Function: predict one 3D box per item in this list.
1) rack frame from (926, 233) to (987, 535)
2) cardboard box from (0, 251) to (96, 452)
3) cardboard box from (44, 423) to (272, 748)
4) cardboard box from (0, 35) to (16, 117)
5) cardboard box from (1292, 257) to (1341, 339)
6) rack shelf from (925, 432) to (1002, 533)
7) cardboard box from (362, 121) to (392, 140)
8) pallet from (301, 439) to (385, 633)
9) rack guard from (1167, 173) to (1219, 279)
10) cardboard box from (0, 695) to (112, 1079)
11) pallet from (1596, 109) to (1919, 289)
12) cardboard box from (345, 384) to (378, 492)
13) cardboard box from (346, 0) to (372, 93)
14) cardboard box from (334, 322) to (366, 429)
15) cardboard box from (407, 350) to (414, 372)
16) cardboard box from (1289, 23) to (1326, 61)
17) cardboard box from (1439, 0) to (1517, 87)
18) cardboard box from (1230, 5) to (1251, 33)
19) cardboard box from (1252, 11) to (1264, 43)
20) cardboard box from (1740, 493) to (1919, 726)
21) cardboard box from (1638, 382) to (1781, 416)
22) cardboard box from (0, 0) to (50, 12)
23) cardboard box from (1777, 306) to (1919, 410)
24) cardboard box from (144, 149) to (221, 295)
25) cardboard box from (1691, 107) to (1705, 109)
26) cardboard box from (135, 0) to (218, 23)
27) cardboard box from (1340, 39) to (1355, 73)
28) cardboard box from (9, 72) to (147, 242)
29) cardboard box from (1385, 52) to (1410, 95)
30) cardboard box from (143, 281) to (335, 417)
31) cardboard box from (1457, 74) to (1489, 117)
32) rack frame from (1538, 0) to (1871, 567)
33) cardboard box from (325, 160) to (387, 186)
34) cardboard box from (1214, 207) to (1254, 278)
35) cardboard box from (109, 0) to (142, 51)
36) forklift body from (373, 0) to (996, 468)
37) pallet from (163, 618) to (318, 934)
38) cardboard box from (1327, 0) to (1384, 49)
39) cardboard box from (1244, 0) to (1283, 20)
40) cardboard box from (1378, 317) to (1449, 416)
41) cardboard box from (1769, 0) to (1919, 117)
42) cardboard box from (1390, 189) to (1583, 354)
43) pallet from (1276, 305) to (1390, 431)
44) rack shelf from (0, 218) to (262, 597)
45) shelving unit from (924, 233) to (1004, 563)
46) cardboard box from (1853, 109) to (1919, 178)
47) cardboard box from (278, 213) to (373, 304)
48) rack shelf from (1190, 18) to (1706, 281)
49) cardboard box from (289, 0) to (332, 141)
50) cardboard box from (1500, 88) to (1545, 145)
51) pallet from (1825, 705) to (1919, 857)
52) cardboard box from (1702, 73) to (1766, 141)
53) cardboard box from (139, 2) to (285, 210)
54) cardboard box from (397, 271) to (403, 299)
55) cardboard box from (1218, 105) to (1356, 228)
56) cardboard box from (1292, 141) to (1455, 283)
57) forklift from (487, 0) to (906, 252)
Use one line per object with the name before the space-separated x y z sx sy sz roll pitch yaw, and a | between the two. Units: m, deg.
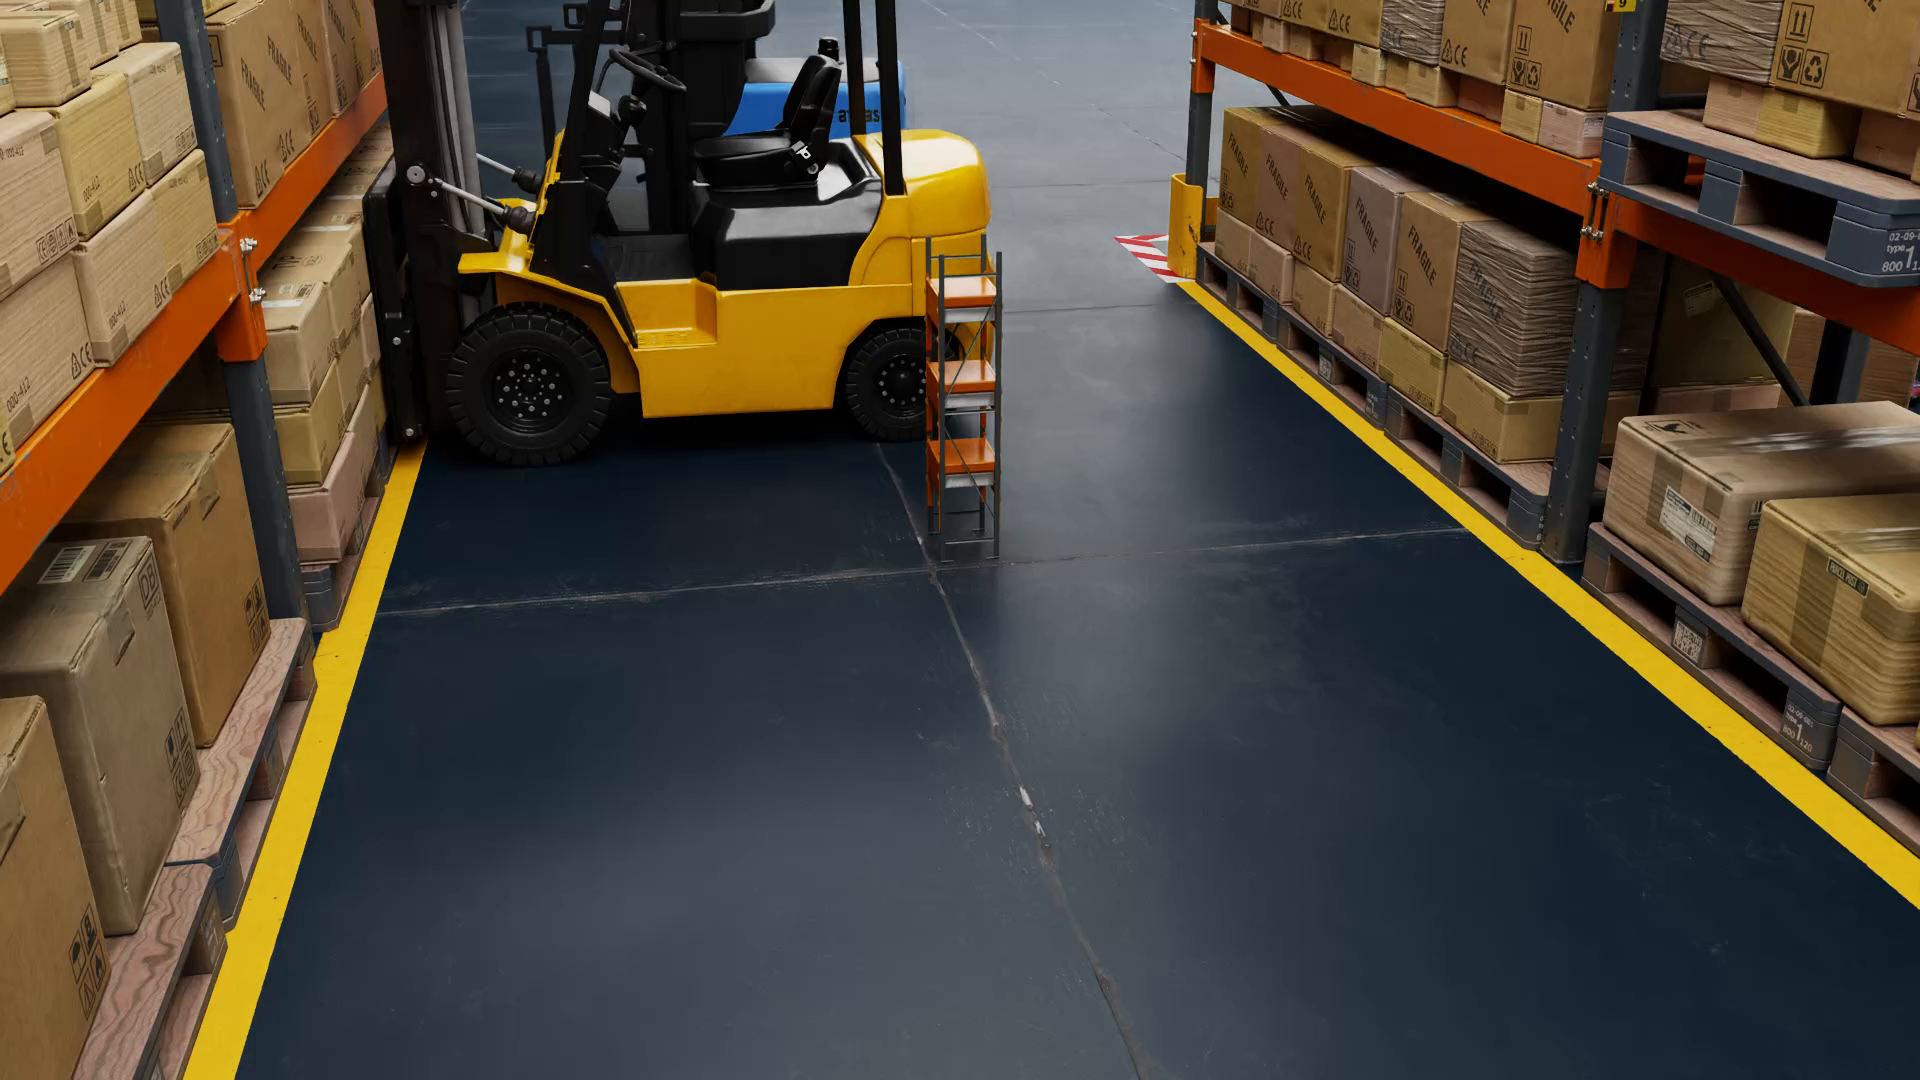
rack frame | -0.013 -0.508 5.602 0.200 1.050 0.008 -4 24 -10
cardboard box | -1.897 -0.334 2.954 0.500 0.250 0.500 -4 24 -9
cardboard box | -2.300 0.124 4.161 0.875 0.625 0.625 -3 24 -7
cardboard box | -1.902 -0.800 2.898 0.380 0.149 0.250 -5 24 -11
cardboard box | 1.808 -1.098 7.427 0.500 0.250 0.500 -3 24 -6
rack shelf | 0.010 -0.196 5.607 0.215 0.259 0.240 -4 24 -10
cardboard box | -2.756 -1.782 7.744 0.500 0.250 0.500 -4 24 -8
pallet | -2.514 -0.014 5.519 1.003 0.211 1.213 -4 24 -10
rack guard | 1.744 -1.743 9.116 1.175 0.500 0.348 -4 24 -10
cardboard box | -2.023 0.725 2.784 0.875 0.625 0.625 -5 24 -12
pallet | 2.468 -0.946 4.407 1.003 0.211 1.213 -4 24 -10
cardboard box | -2.281 -0.322 5.650 0.500 0.250 0.500 -5 24 -11
cardboard box | -2.616 -2.015 6.491 0.500 0.500 0.500 -5 24 -11
cardboard box | -2.289 -0.549 5.545 0.500 0.250 0.500 -4 24 -10
cardboard box | -2.466 -0.724 6.571 0.500 0.250 0.500 -4 24 -8
cardboard box | 1.702 -2.243 7.452 0.380 0.149 0.250 -4 24 -8
cardboard box | 2.041 -1.885 5.823 0.500 0.500 0.500 -4 24 -8
cardboard box | 1.589 -2.654 8.393 0.380 0.149 0.250 -4 24 -10
cardboard box | 1.619 -2.446 7.916 0.380 0.149 0.250 -5 24 -11
cardboard box | 2.705 0.155 4.405 0.950 0.372 0.625 -3 24 -6
cardboard box | 2.626 -0.529 6.125 0.500 0.250 0.500 -5 24 -12
cardboard box | -2.067 -1.001 3.359 0.380 0.149 0.250 -4 24 -10
cardboard box | 3.609 -0.723 6.777 0.500 0.500 0.500 13 27 27
cardboard box | -2.058 -0.729 3.858 0.500 0.250 0.500 -4 24 -9
cardboard box | 2.629 -1.473 5.689 0.380 0.149 0.250 -4 24 -8
cardboard box | -2.208 -1.464 4.419 0.380 0.149 0.250 -5 24 -11
cardboard box | 1.829 -2.038 6.982 0.380 0.149 0.250 -5 24 -11
cardboard box | -1.964 -0.760 3.306 0.500 0.250 0.500 -5 24 -11
cardboard box | 1.902 -1.836 6.520 0.380 0.149 0.250 -5 24 -11
cardboard box | -2.189 -0.580 4.992 0.500 0.250 0.500 -5 24 -11
cardboard box | 2.054 -1.639 6.068 0.380 0.149 0.250 -5 24 -10
rack frame | 2.470 -1.345 5.082 1.000 3.000 0.127 -4 24 -10
cardboard box | -2.552 -1.384 6.832 0.500 0.250 0.500 -4 24 -9
cardboard box | 1.607 -1.513 8.377 0.500 0.250 0.500 -5 24 -10
cardboard box | -2.126 -1.201 3.817 0.380 0.149 0.250 -3 24 -8
forklift body | -1.004 -1.550 6.611 2.313 2.155 1.214 -4 24 -10
pallet | -2.233 0.589 4.138 1.003 0.211 1.213 -4 24 -10
cardboard box | 1.841 -2.290 6.750 0.500 0.500 0.500 -5 24 -11
cardboard box | 1.644 -2.690 7.665 0.500 0.500 0.500 -4 24 -8
cardboard box | 1.988 -0.699 6.513 0.500 0.250 0.500 -5 24 -11
cardboard box | 2.368 -1.317 3.996 0.500 0.500 0.500 -4 24 -10
cardboard box | 2.001 -1.034 6.343 0.500 0.500 0.500 -4 24 -9
pallet | 2.082 -0.810 7.340 1.003 0.211 1.213 -4 24 -10
rack shelf | -2.038 0.140 2.580 1.077 0.370 4.000 -4 24 -10
shelving unit | 0.010 -0.460 5.492 0.215 1.050 0.252 -4 24 -10
cardboard box | 2.426 -0.977 4.028 0.380 0.149 0.250 -3 24 -6
cardboard box | -2.377 -0.977 5.901 0.500 0.250 0.500 -3 24 -8
rack shelf | 2.100 -1.802 7.027 1.077 0.370 4.000 -4 24 -10
cardboard box | -2.441 -1.619 5.583 0.500 0.500 0.500 -5 24 -10
cardboard box | 2.058 -1.431 5.593 0.380 0.149 0.250 -4 24 -9
pallet | 2.844 0.720 3.838 1.003 0.211 1.213 -4 24 -10
cardboard box | 2.261 -1.182 4.497 0.380 0.149 0.250 -4 24 -9
cardboard box | -2.233 -1.216 4.661 0.500 0.500 0.500 -5 24 -11
cardboard box | -2.463 -0.946 6.454 0.500 0.250 0.500 -4 24 -10
cardboard box | 1.612 -1.847 8.206 0.500 0.500 0.500 -5 24 -12
cardboard box | 1.798 -1.444 7.282 0.500 0.500 0.500 -4 24 -9
forklift | -1.801 -2.803 8.507 3.031 2.935 1.130 -1 24 -2
